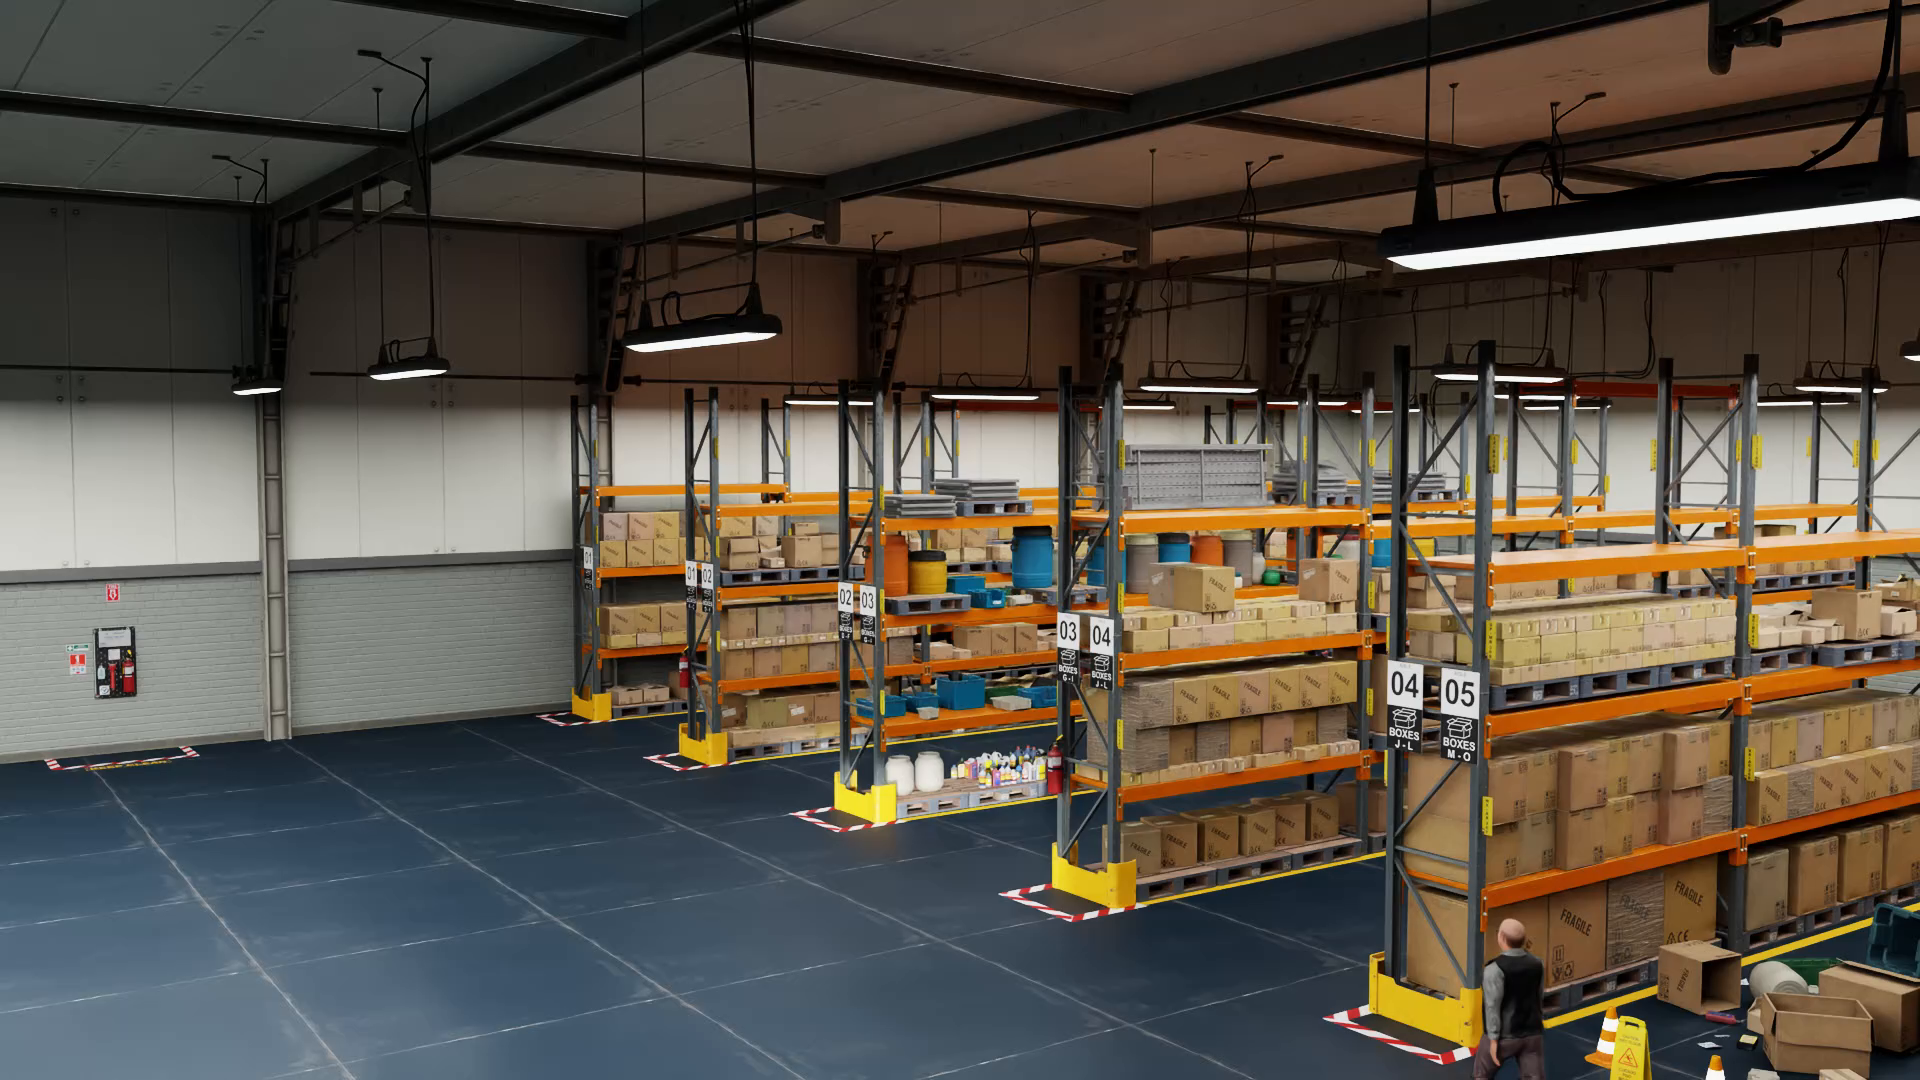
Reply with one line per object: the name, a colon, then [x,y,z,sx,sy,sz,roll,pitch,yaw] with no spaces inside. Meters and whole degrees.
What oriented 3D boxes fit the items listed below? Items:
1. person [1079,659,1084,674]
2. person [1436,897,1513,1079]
person: [2.620,1.947,34.660,0.634,1.809,0.409,2,4,29]
person: [3.823,3.535,12.508,0.554,1.723,0.460,-1,4,-20]
